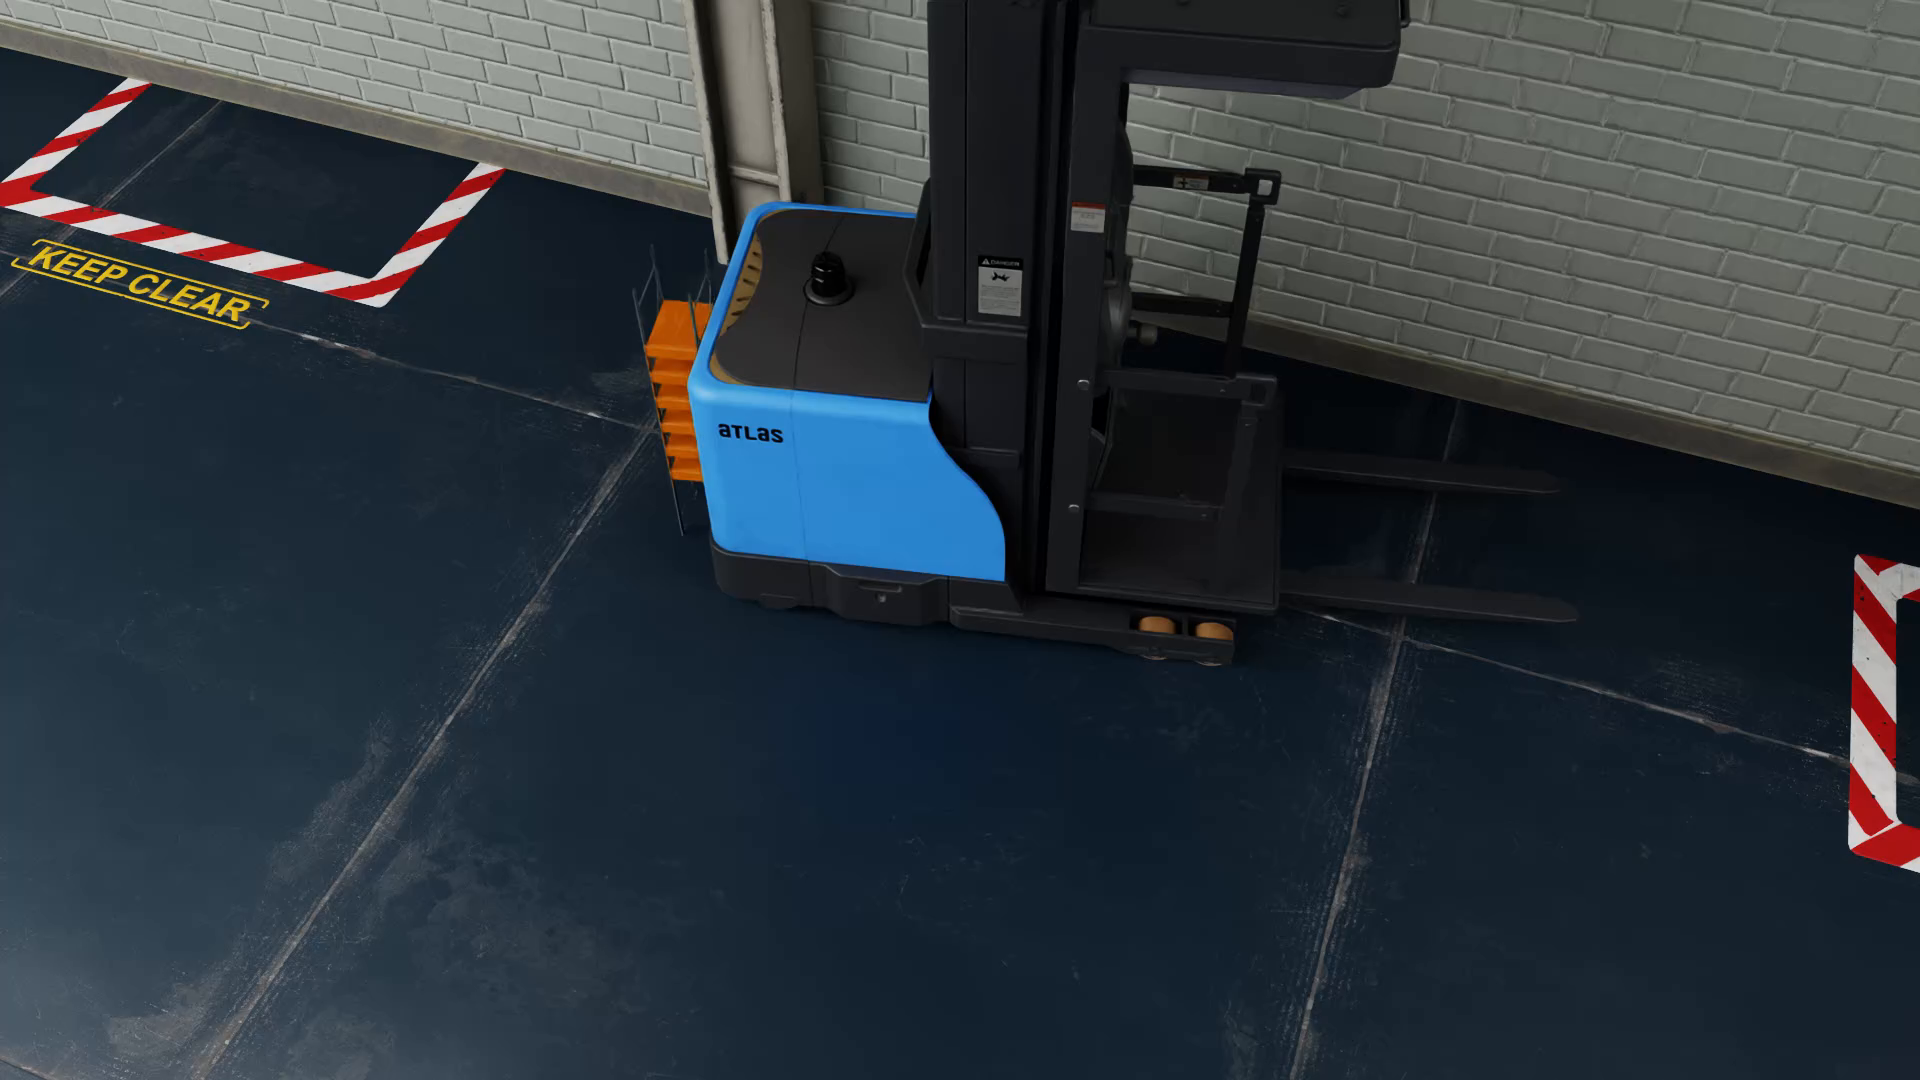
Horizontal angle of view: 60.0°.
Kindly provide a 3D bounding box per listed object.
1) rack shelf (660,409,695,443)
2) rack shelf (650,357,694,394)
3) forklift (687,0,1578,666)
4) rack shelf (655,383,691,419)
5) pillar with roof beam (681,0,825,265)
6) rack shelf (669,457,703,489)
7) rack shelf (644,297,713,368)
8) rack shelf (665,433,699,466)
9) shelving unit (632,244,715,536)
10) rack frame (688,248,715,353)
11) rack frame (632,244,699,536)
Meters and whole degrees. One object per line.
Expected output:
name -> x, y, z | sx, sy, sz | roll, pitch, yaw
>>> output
rack shelf -> -0.942, -0.460, 5.912 | 0.180, 0.103, 0.258 | 6, 49, 6
rack shelf -> -0.944, -0.617, 5.731 | 0.180, 0.103, 0.258 | 6, 49, 6
forklift -> 0.673, -0.948, 5.132 | 3.031, 2.935, 1.130 | 6, 49, 5
rack shelf -> -0.943, -0.539, 5.822 | 0.180, 0.103, 0.258 | 6, 49, 6
pillar with roof beam -> -2.319, -1.172, 1.311 | 0.400, 9.000, 9.100 | 16, 51, 13
rack shelf -> -0.940, -0.303, 6.094 | 0.180, 0.103, 0.258 | 6, 49, 6
rack shelf -> -0.944, -0.696, 5.641 | 0.180, 0.103, 0.258 | 6, 49, 6
rack shelf -> -0.941, -0.381, 6.003 | 0.180, 0.103, 0.258 | 6, 49, 6
shelving unit -> -0.942, -0.489, 5.879 | 0.189, 1.200, 0.258 | 6, 49, 6
rack frame -> -0.851, -0.480, 5.870 | 0.006, 1.200, 0.240 | 6, 49, 6
rack frame -> -1.033, -0.498, 5.888 | 0.006, 1.200, 0.240 | 6, 49, 6
